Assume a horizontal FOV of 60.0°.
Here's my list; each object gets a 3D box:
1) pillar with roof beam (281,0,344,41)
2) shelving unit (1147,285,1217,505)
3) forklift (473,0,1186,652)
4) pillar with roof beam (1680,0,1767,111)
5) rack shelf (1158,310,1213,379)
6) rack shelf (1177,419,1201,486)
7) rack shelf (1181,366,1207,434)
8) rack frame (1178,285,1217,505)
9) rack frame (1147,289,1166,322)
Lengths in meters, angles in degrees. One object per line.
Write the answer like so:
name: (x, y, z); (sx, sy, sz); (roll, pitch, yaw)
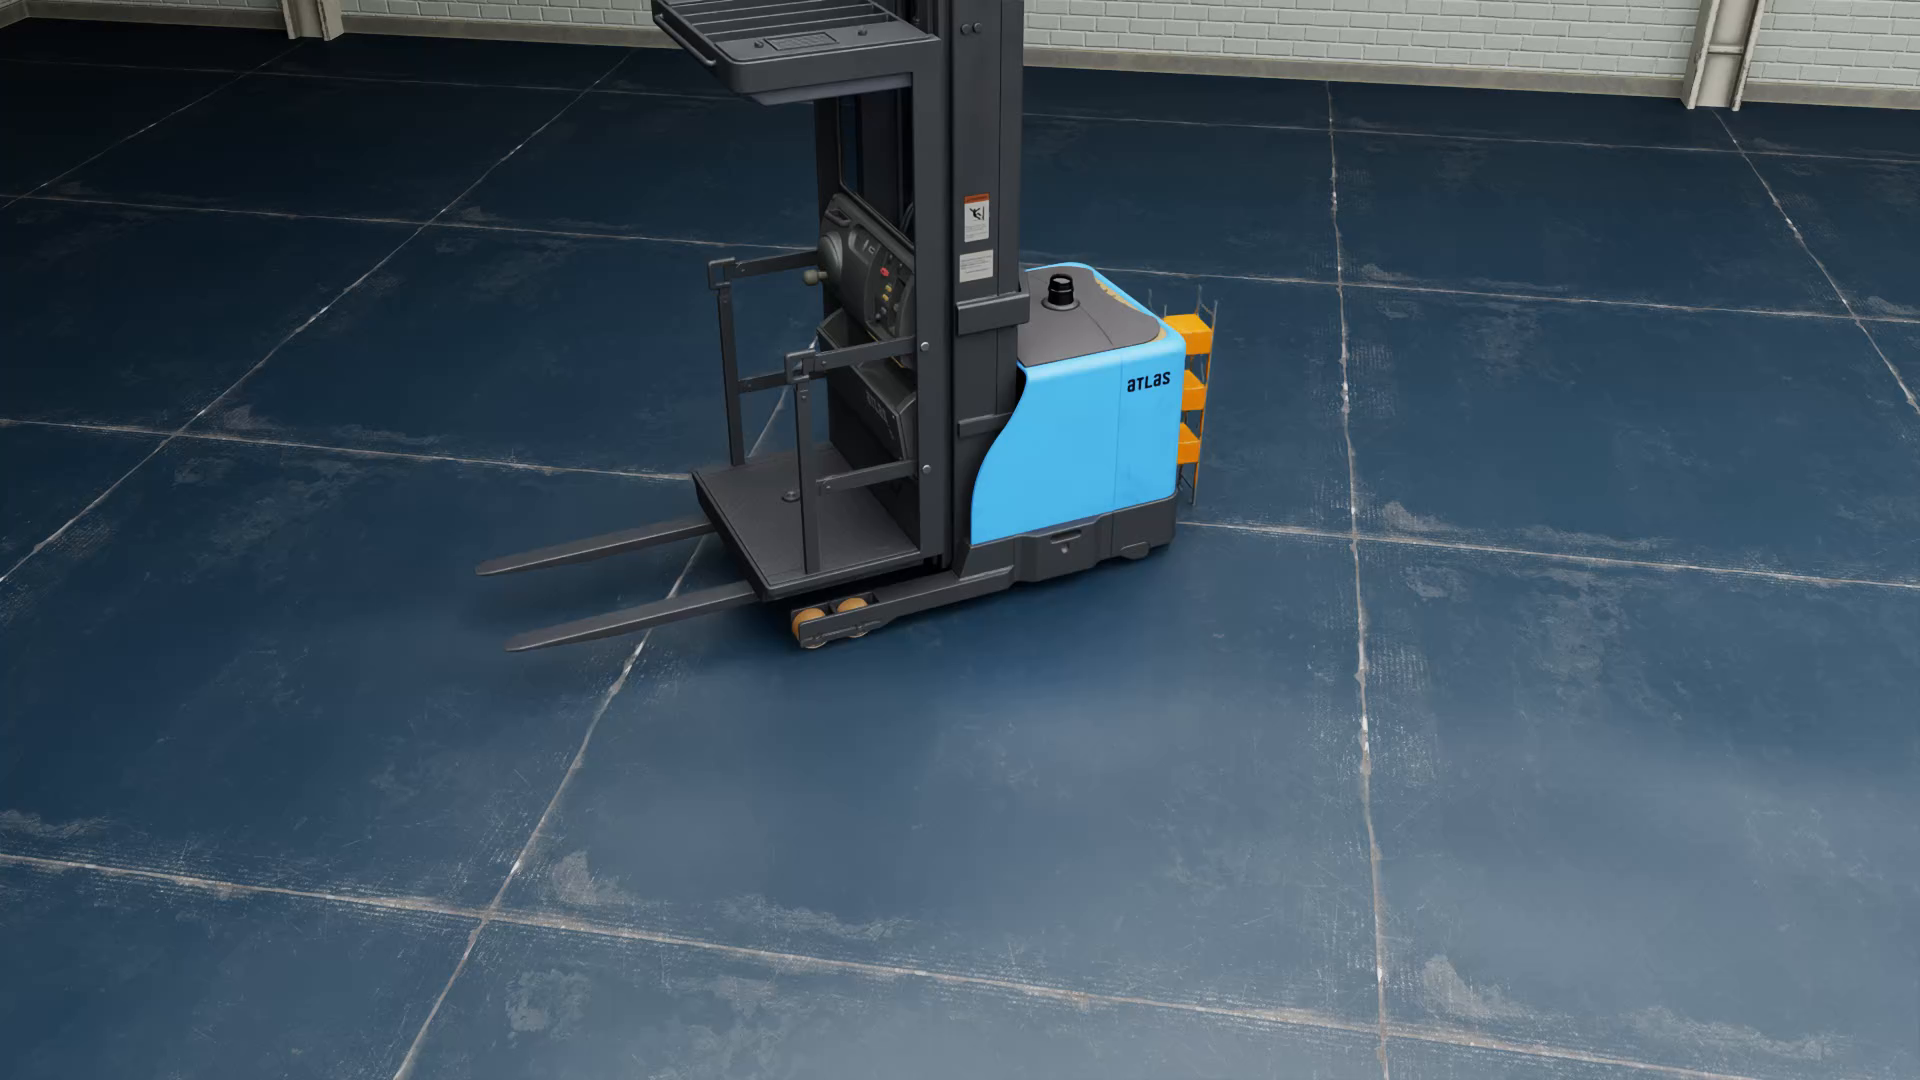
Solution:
pillar with roof beam: (-6.544, -6.134, 9.069); (0.400, 9.000, 9.100); (5, 32, 8)
shelving unit: (0.996, -0.656, 7.796); (0.252, 1.050, 0.215); (-7, 31, -14)
forklift: (-0.573, -1.104, 6.752); (3.031, 2.935, 1.130); (-14, 35, -21)
pillar with roof beam: (5.285, -5.063, 7.357); (0.400, 9.000, 9.100); (5, 32, 8)
rack shelf: (1.003, -0.891, 7.658); (0.240, 0.259, 0.215); (-7, 31, -14)
rack shelf: (0.988, -0.407, 7.942); (0.240, 0.259, 0.215); (-7, 31, -14)
rack shelf: (0.995, -0.646, 7.801); (0.240, 0.259, 0.215); (-7, 31, -14)
rack frame: (1.113, -0.669, 7.825); (0.008, 1.050, 0.200); (-7, 31, -14)
rack frame: (0.878, -0.642, 7.767); (0.008, 1.050, 0.200); (-7, 31, -14)
